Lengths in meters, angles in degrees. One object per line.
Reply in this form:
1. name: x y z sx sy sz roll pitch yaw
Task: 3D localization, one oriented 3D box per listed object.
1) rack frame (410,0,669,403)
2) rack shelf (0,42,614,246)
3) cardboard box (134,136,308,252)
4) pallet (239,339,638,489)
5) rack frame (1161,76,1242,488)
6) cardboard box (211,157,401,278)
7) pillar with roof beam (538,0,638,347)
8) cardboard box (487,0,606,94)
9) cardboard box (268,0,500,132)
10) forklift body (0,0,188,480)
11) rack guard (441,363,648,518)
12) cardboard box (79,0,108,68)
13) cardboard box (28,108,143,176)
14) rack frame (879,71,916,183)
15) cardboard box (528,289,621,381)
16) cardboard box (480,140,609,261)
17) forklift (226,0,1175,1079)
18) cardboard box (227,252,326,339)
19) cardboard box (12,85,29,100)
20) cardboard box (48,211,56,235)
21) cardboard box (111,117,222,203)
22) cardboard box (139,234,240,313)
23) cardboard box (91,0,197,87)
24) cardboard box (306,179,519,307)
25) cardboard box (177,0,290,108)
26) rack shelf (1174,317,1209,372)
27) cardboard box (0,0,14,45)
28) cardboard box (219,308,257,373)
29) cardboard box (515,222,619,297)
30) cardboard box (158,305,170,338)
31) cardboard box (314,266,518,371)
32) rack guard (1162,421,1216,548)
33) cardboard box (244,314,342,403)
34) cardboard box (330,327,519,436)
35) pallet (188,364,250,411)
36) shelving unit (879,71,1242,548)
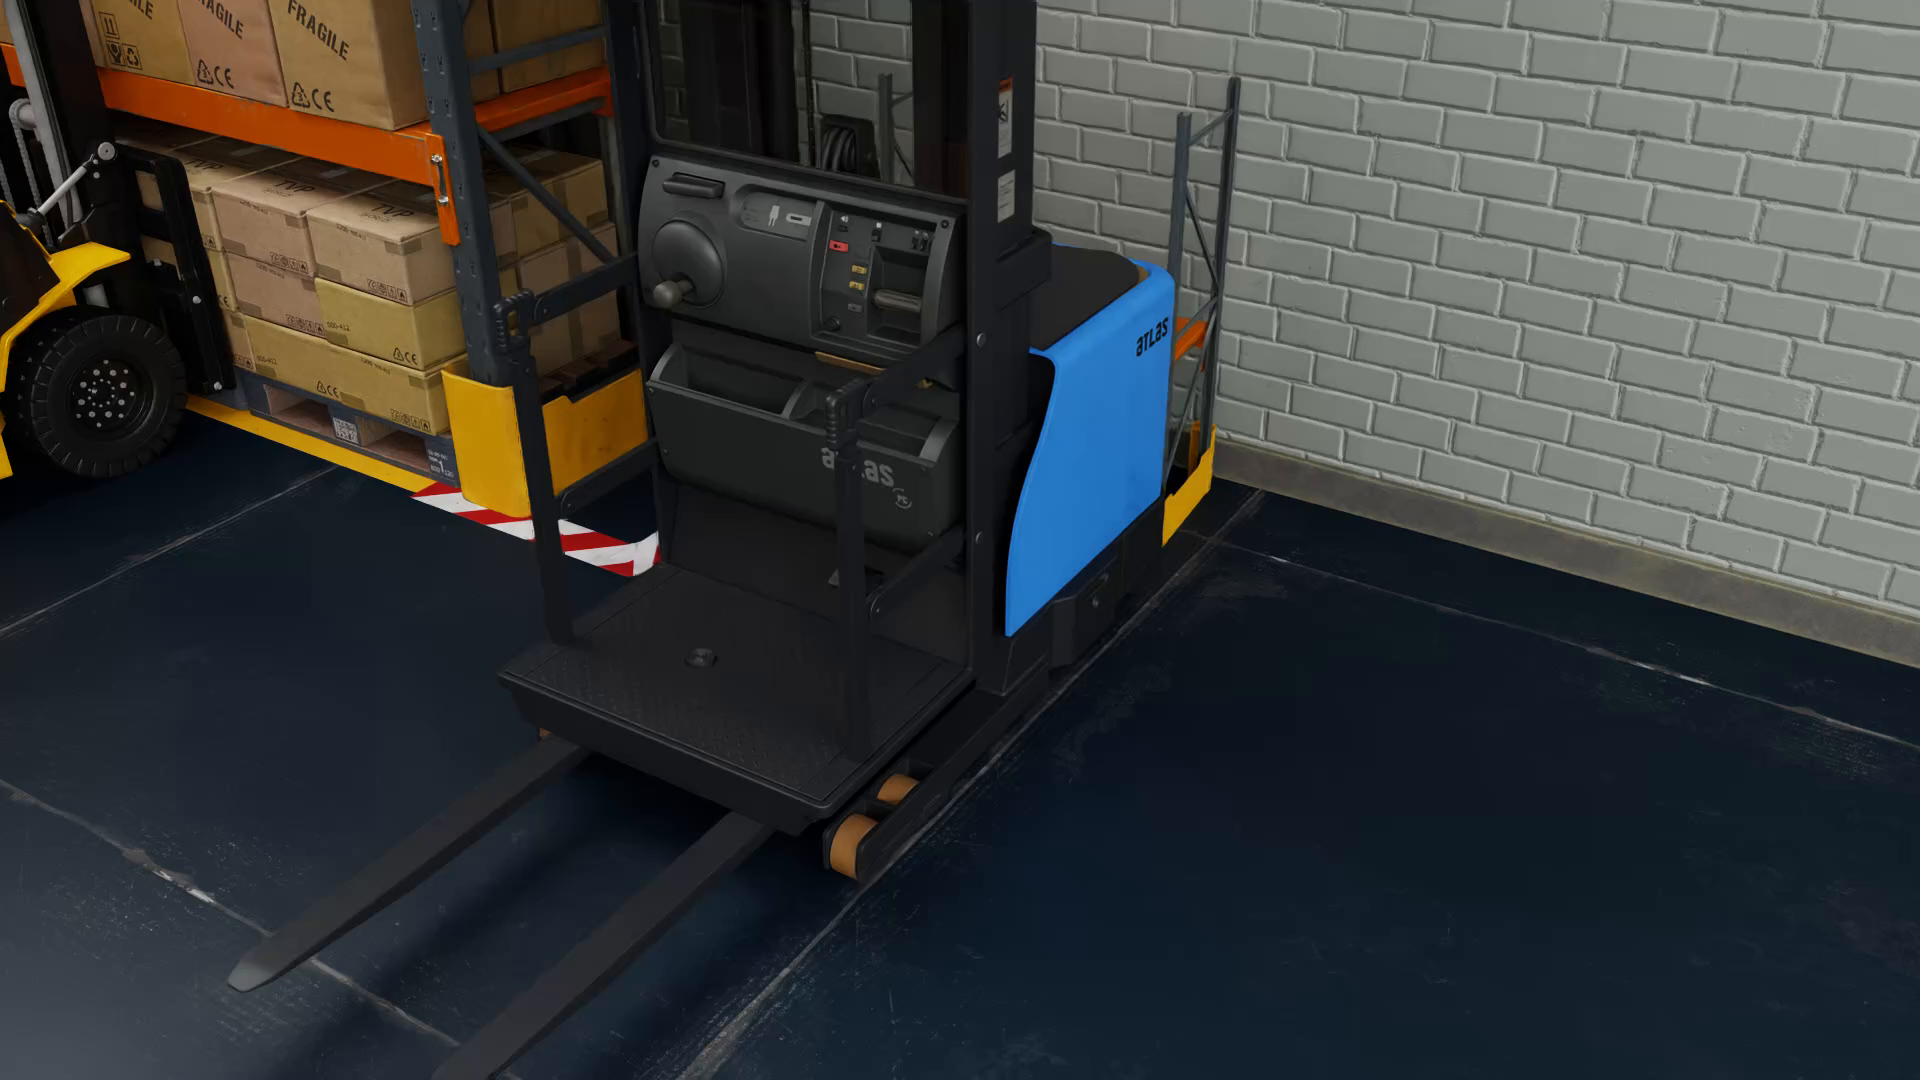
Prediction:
1. rack frame: -1.393 -1.664 5.625 0.127 3.000 1.000 18 35 27
2. rack shelf: -3.087 -1.889 6.725 4.000 0.370 1.077 18 35 27
3. cardboard box: -2.818 -1.345 6.398 0.500 0.250 0.500 18 35 28
4. pallet: -2.063 -0.646 6.648 1.213 0.211 1.003 18 35 27
5. rack frame: 0.772 -0.720 5.495 0.032 1.500 0.500 14 33 23
6. cardboard box: -2.385 -1.214 6.173 0.500 0.250 0.500 18 35 28
7. pillar with roof beam: -3.793 -2.989 1.943 0.400 9.000 9.100 18 35 27
8. cardboard box: -1.665 -1.958 6.030 0.500 0.500 0.500 19 35 29
9. cardboard box: -1.950 -1.727 5.634 0.500 0.500 0.500 17 34 26
10. forklift body: -3.969 -1.026 5.375 1.214 2.155 2.313 18 35 27
11. rack guard: -1.373 -0.577 6.244 0.348 0.500 1.175 18 35 27
12. cardboard box: -3.250 -2.137 6.336 0.500 0.500 0.500 18 35 28
13. cardboard box: -3.683 -1.628 6.883 0.500 0.250 0.500 19 35 29
14. rack frame: -0.133 -0.953 5.896 0.032 1.500 0.500 14 33 23
15. cardboard box: -1.705 -0.872 6.581 0.500 0.250 0.500 18 35 28
16. cardboard box: -1.700 -1.299 6.319 0.500 0.250 0.500 17 34 27
17. forklift: -0.533 -0.665 3.981 1.130 2.935 3.031 17 34 27
18. cardboard box: -2.391 -1.009 6.319 0.500 0.250 0.500 17 34 27
19. cardboard box: -4.111 -1.756 7.103 0.500 0.250 0.500 18 35 27
20. cardboard box: -3.688 -1.410 7.006 0.500 0.250 0.500 17 34 27
21. cardboard box: -3.243 -1.484 6.636 0.500 0.250 0.500 17 34 26
22. cardboard box: -2.839 -1.139 6.541 0.500 0.250 0.500 17 34 26
23. cardboard box: -2.819 -2.007 6.114 0.500 0.500 0.500 17 34 26
24. cardboard box: -1.949 -1.079 5.943 0.500 0.250 0.500 19 35 29
25. cardboard box: -2.384 -1.870 5.879 0.500 0.500 0.500 19 35 29
26. rack shelf: 0.319 -0.681 5.786 1.000 0.185 0.538 14 33 23
27. cardboard box: -3.665 -2.280 6.583 0.500 0.500 0.500 17 34 27
28. cardboard box: -2.794 -0.923 6.668 0.500 0.250 0.500 18 35 28
29. cardboard box: -1.681 -1.088 6.454 0.500 0.250 0.500 18 35 28
30. cardboard box: -3.246 -1.053 6.890 0.500 0.250 0.500 19 35 29
31. cardboard box: -1.972 -0.870 6.081 0.500 0.250 0.500 17 34 27
32. rack guard: 0.754 -0.184 5.818 0.087 0.250 0.587 14 33 23
33. cardboard box: -2.376 -0.786 6.432 0.500 0.250 0.500 18 35 27
34. cardboard box: -1.959 -0.648 6.197 0.500 0.250 0.500 18 35 28
35. pallet: -3.093 -0.973 7.209 1.213 0.211 1.003 18 35 27
36. shelving unit: 0.311 -0.839 5.699 1.083 1.500 0.587 14 33 23
